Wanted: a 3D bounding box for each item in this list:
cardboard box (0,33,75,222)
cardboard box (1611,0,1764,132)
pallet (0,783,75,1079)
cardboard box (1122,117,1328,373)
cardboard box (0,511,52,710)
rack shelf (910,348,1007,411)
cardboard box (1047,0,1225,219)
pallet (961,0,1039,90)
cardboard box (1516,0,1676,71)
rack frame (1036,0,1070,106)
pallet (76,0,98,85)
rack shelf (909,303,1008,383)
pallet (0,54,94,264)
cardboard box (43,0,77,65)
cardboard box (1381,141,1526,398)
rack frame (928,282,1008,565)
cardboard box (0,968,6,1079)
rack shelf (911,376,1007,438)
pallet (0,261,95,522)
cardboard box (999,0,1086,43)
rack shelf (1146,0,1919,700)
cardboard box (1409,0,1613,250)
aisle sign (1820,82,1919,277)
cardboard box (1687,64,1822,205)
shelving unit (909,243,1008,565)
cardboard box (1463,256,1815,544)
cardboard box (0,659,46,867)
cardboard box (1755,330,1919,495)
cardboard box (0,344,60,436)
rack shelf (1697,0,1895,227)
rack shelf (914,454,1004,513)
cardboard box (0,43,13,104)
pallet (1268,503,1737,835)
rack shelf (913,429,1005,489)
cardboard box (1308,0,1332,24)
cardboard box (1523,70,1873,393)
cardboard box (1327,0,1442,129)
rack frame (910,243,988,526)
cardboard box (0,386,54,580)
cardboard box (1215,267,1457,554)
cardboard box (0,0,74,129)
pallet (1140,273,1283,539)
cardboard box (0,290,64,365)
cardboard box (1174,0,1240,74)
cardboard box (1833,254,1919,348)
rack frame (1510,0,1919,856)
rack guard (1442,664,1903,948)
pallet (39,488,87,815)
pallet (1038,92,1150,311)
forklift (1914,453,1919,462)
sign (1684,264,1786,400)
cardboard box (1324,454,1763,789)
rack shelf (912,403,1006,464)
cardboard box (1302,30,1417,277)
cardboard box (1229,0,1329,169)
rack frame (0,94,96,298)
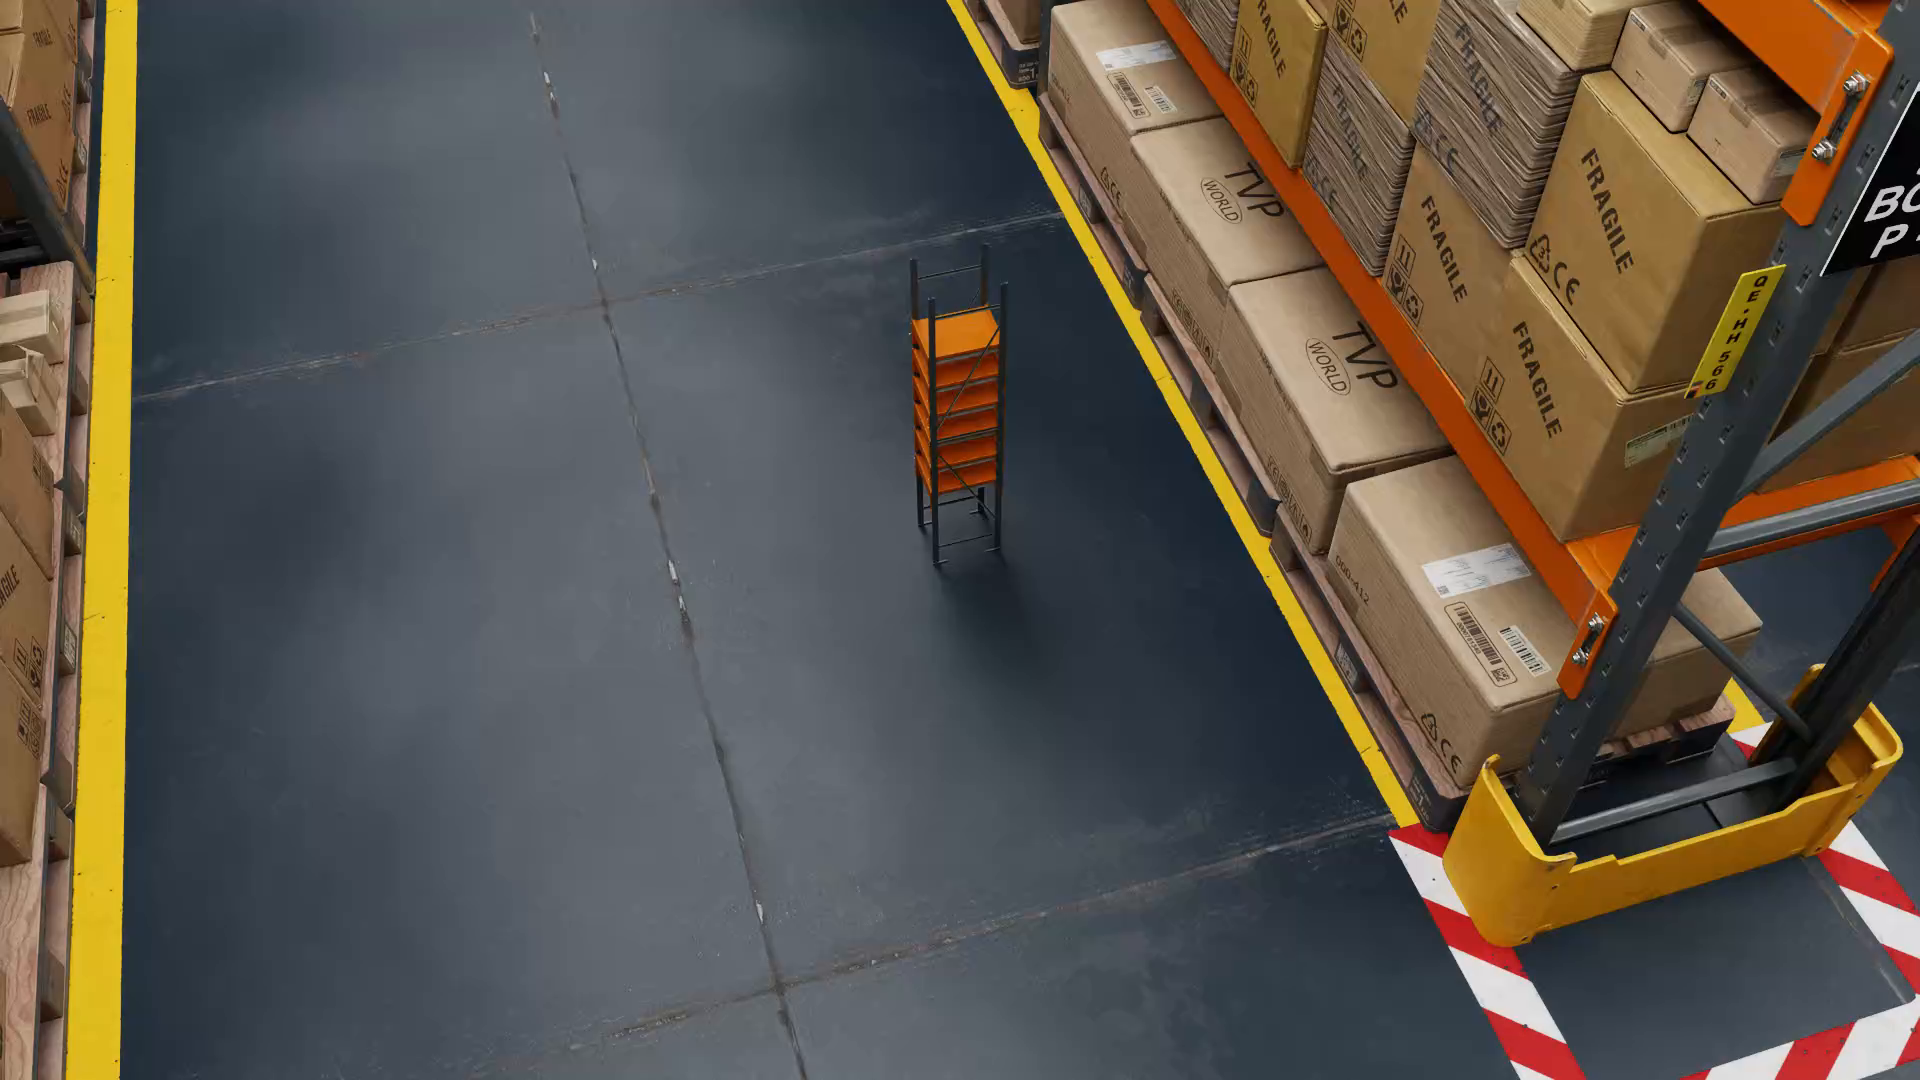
[{"bbox_3d":[-3.834,-1.590,6.489,0.500,0.500,0.500,-11,51,-9],"label":"cardboard box"},{"bbox_3d":[1.622,-1.020,3.505,0.380,0.149,0.250,-12,51,-10],"label":"cardboard box"},{"bbox_3d":[-2.982,1.326,4.494,1.003,0.211,1.213,-13,51,-11],"label":"pallet"},{"bbox_3d":[1.183,-1.154,6.162,0.875,0.438,0.875,-15,51,-12],"label":"cardboard box"},{"bbox_3d":[-3.090,0.225,4.958,0.500,0.500,0.500,-12,51,-10],"label":"cardboard box"},{"bbox_3d":[-0.004,-0.523,5.151,0.258,0.103,0.180,-13,51,-11],"label":"rack shelf"},{"bbox_3d":[0.918,-1.808,6.714,0.875,0.438,0.875,-14,51,-12],"label":"cardboard box"},{"bbox_3d":[0.535,-2.629,7.828,1.003,0.211,1.213,-13,51,-11],"label":"pallet"},{"bbox_3d":[1.466,-1.190,3.648,0.380,0.149,0.250,-14,51,-11],"label":"cardboard box"},{"bbox_3d":[0.835,-2.982,6.302,1.000,3.000,0.127,-13,51,-11],"label":"rack frame"},{"bbox_3d":[-4.547,-2.436,7.665,1.003,0.211,1.213,-13,51,-11],"label":"pallet"},{"bbox_3d":[-0.004,-0.601,5.059,0.258,0.103,0.180,-13,51,-11],"label":"rack shelf"},{"bbox_3d":[-4.182,-1.543,6.913,1.003,0.211,1.213,-13,51,-11],"label":"pallet"},{"bbox_3d":[-4.144,-2.343,7.123,0.500,0.500,0.500,-15,51,-12],"label":"cardboard box"},{"bbox_3d":[1.488,-0.755,4.359,0.500,0.500,0.500,-14,51,-12],"label":"cardboard box"},{"bbox_3d":[0.023,-0.330,5.244,0.240,1.200,0.006,-13,51,-11],"label":"rack frame"},{"bbox_3d":[-2.813,1.266,4.079,0.797,0.503,0.637,-15,52,-12],"label":"cardboard box"},{"bbox_3d":[-0.004,-0.446,5.242,0.258,0.103,0.180,-13,51,-11],"label":"rack shelf"},{"bbox_3d":[-3.704,-0.456,5.996,1.003,0.211,1.213,-13,51,-11],"label":"pallet"},{"bbox_3d":[0.575,-2.867,7.320,0.875,0.875,0.875,-12,51,-10],"label":"cardboard box"},{"bbox_3d":[1.426,-1.289,5.345,1.077,0.370,4.000,-13,51,-11],"label":"rack shelf"},{"bbox_3d":[1.465,-1.088,3.986,0.500,0.500,0.500,-13,51,-11],"label":"cardboard box"},{"bbox_3d":[1.743,-0.775,2.741,0.394,0.787,0.004,-13,51,-11],"label":"aisle sign"},{"bbox_3d":[1.720,-0.840,3.353,0.380,0.149,0.250,-13,51,-10],"label":"cardboard box"},{"bbox_3d":[-0.004,-0.397,5.300,0.258,1.200,0.189,-13,51,-11],"label":"shelving unit"},{"bbox_3d":[1.622,-0.385,4.047,0.500,0.500,0.500,-13,51,-11],"label":"cardboard box"},{"bbox_3d":[-3.029,0.634,4.614,0.700,0.500,0.500,-11,51,-9],"label":"cardboard box"},{"bbox_3d":[2.150,-0.508,4.151,0.500,0.500,0.500,-14,51,-11],"label":"cardboard box"},{"bbox_3d":[-3.355,-0.509,5.731,0.396,0.266,0.258,-12,51,-10],"label":"cardboard box"},{"bbox_3d":[1.426,-2.256,4.198,1.077,0.370,4.000,-13,51,-11],"label":"rack shelf"},{"bbox_3d":[-0.004,-0.214,5.518,0.258,0.103,0.180,-13,51,-11],"label":"rack shelf"},{"bbox_3d":[-3.758,-1.717,6.172,0.380,0.149,0.250,-11,51,-9],"label":"cardboard box"},{"bbox_3d":[1.707,0.272,5.382,1.003,0.211,1.213,-13,51,-11],"label":"pallet"},{"bbox_3d":[-0.004,-0.291,5.426,0.258,0.103,0.180,-13,51,-11],"label":"rack shelf"},{"bbox_3d":[1.175,-1.818,4.601,0.500,0.500,0.500,-14,51,-11],"label":"cardboard box"},{"bbox_3d":[1.648,-0.713,3.670,0.500,0.500,0.500,-12,51,-10],"label":"cardboard box"},{"bbox_3d":[1.322,-1.450,4.291,0.500,0.500,0.500,-14,51,-11],"label":"cardboard box"},{"bbox_3d":[-0.031,-0.464,5.357,0.240,1.200,0.006,-13,51,-11],"label":"rack frame"},{"bbox_3d":[-3.336,-0.124,5.253,0.700,0.500,0.500,-15,52,-12],"label":"cardboard box"},{"bbox_3d":[1.448,-0.496,5.607,0.875,0.438,0.875,-12,51,-10],"label":"cardboard box"},{"bbox_3d":[-4.001,-1.977,6.815,0.500,0.500,0.500,-14,51,-11],"label":"cardboard box"},{"bbox_3d":[1.349,-0.617,6.132,1.003,0.211,1.213,-13,51,-11],"label":"pallet"},{"bbox_3d":[-3.460,-0.732,5.996,0.380,0.149,0.250,-15,51,-12],"label":"cardboard box"},{"bbox_3d":[1.009,-1.879,5.306,0.500,0.500,0.500,-13,51,-11],"label":"cardboard box"},{"bbox_3d":[2.148,-0.830,3.768,0.500,0.500,0.500,-14,51,-12],"label":"cardboard box"},{"bbox_3d":[2.018,-0.060,3.839,1.000,3.000,0.127,-13,51,-11],"label":"rack frame"},{"bbox_3d":[2.025,0.763,4.780,1.175,0.500,0.348,-13,51,-11],"label":"rack guard"},{"bbox_3d":[-3.339,0.437,5.244,1.003,0.211,1.213,-13,51,-11],"label":"pallet"},{"bbox_3d":[0.985,-1.510,6.885,1.003,0.211,1.213,-13,51,-11],"label":"pallet"},{"bbox_3d":[3.801,-0.894,4.587,1.130,2.935,3.031,6,50,5],"label":"forklift"},{"bbox_3d":[1.495,-0.397,3.211,0.100,0.325,0.005,-13,51,-11],"label":"sign"},{"bbox_3d":[1.727,0.171,5.045,0.875,0.438,0.875,-15,51,-12],"label":"cardboard box"},{"bbox_3d":[-0.004,-0.369,5.334,0.258,0.103,0.180,-13,51,-11],"label":"rack shelf"},{"bbox_3d":[1.327,-1.128,4.674,0.500,0.500,0.500,-12,51,-10],"label":"cardboard box"},{"bbox_3d":[1.162,-1.502,4.989,0.500,0.500,0.500,-12,51,-10],"label":"cardboard box"},{"bbox_3d":[-3.906,-1.856,5.353,1.000,3.000,0.127,-13,51,-11],"label":"rack frame"}]
